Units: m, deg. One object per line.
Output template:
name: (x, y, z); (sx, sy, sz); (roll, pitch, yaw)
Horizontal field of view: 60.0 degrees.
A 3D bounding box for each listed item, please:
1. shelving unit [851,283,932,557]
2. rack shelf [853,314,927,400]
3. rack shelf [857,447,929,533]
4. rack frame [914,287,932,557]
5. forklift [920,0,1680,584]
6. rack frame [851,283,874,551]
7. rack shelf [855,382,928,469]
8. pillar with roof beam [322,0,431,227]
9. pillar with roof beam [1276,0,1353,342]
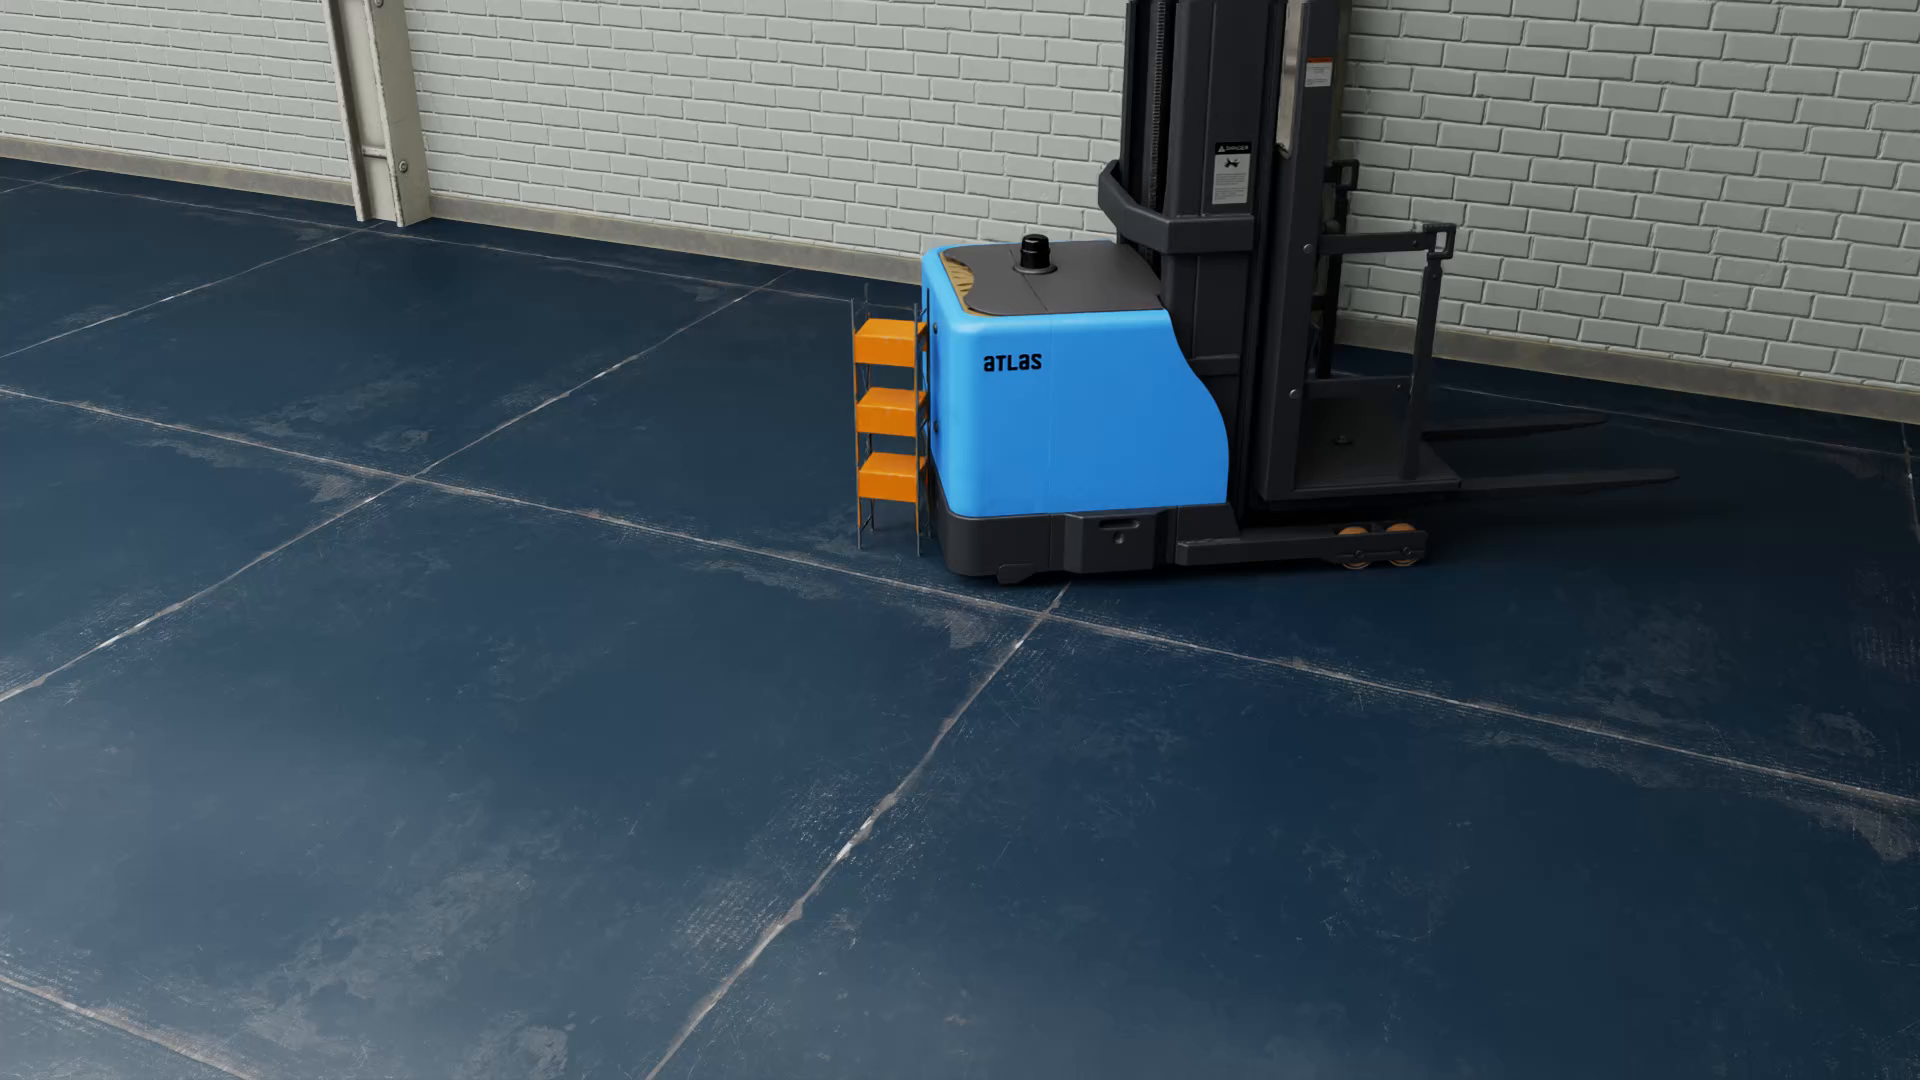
shelving unit: (-0.261, -0.459, 6.493); (0.252, 1.050, 0.215); (6, 27, 12)
rack shelf: (-0.261, -0.704, 6.373); (0.240, 0.259, 0.215); (6, 27, 12)
rack shelf: (-0.261, -0.200, 6.621); (0.240, 0.259, 0.215); (6, 27, 12)
rack frame: (-0.142, -0.446, 6.468); (0.008, 1.050, 0.200); (6, 27, 12)
forklift: (1.391, -1.428, 6.331); (3.031, 2.935, 1.130); (-4, 26, -7)
rack frame: (-0.380, -0.471, 6.518); (0.008, 1.050, 0.200); (6, 27, 12)
rack shelf: (-0.261, -0.449, 6.498); (0.240, 0.259, 0.215); (6, 27, 12)
pillar with roof beam: (-5.557, -4.461, 5.622); (0.400, 9.000, 9.100); (11, 28, 22)
pillar with roof beam: (-0.095, -3.364, 3.394); (0.400, 9.000, 9.100); (11, 28, 22)
